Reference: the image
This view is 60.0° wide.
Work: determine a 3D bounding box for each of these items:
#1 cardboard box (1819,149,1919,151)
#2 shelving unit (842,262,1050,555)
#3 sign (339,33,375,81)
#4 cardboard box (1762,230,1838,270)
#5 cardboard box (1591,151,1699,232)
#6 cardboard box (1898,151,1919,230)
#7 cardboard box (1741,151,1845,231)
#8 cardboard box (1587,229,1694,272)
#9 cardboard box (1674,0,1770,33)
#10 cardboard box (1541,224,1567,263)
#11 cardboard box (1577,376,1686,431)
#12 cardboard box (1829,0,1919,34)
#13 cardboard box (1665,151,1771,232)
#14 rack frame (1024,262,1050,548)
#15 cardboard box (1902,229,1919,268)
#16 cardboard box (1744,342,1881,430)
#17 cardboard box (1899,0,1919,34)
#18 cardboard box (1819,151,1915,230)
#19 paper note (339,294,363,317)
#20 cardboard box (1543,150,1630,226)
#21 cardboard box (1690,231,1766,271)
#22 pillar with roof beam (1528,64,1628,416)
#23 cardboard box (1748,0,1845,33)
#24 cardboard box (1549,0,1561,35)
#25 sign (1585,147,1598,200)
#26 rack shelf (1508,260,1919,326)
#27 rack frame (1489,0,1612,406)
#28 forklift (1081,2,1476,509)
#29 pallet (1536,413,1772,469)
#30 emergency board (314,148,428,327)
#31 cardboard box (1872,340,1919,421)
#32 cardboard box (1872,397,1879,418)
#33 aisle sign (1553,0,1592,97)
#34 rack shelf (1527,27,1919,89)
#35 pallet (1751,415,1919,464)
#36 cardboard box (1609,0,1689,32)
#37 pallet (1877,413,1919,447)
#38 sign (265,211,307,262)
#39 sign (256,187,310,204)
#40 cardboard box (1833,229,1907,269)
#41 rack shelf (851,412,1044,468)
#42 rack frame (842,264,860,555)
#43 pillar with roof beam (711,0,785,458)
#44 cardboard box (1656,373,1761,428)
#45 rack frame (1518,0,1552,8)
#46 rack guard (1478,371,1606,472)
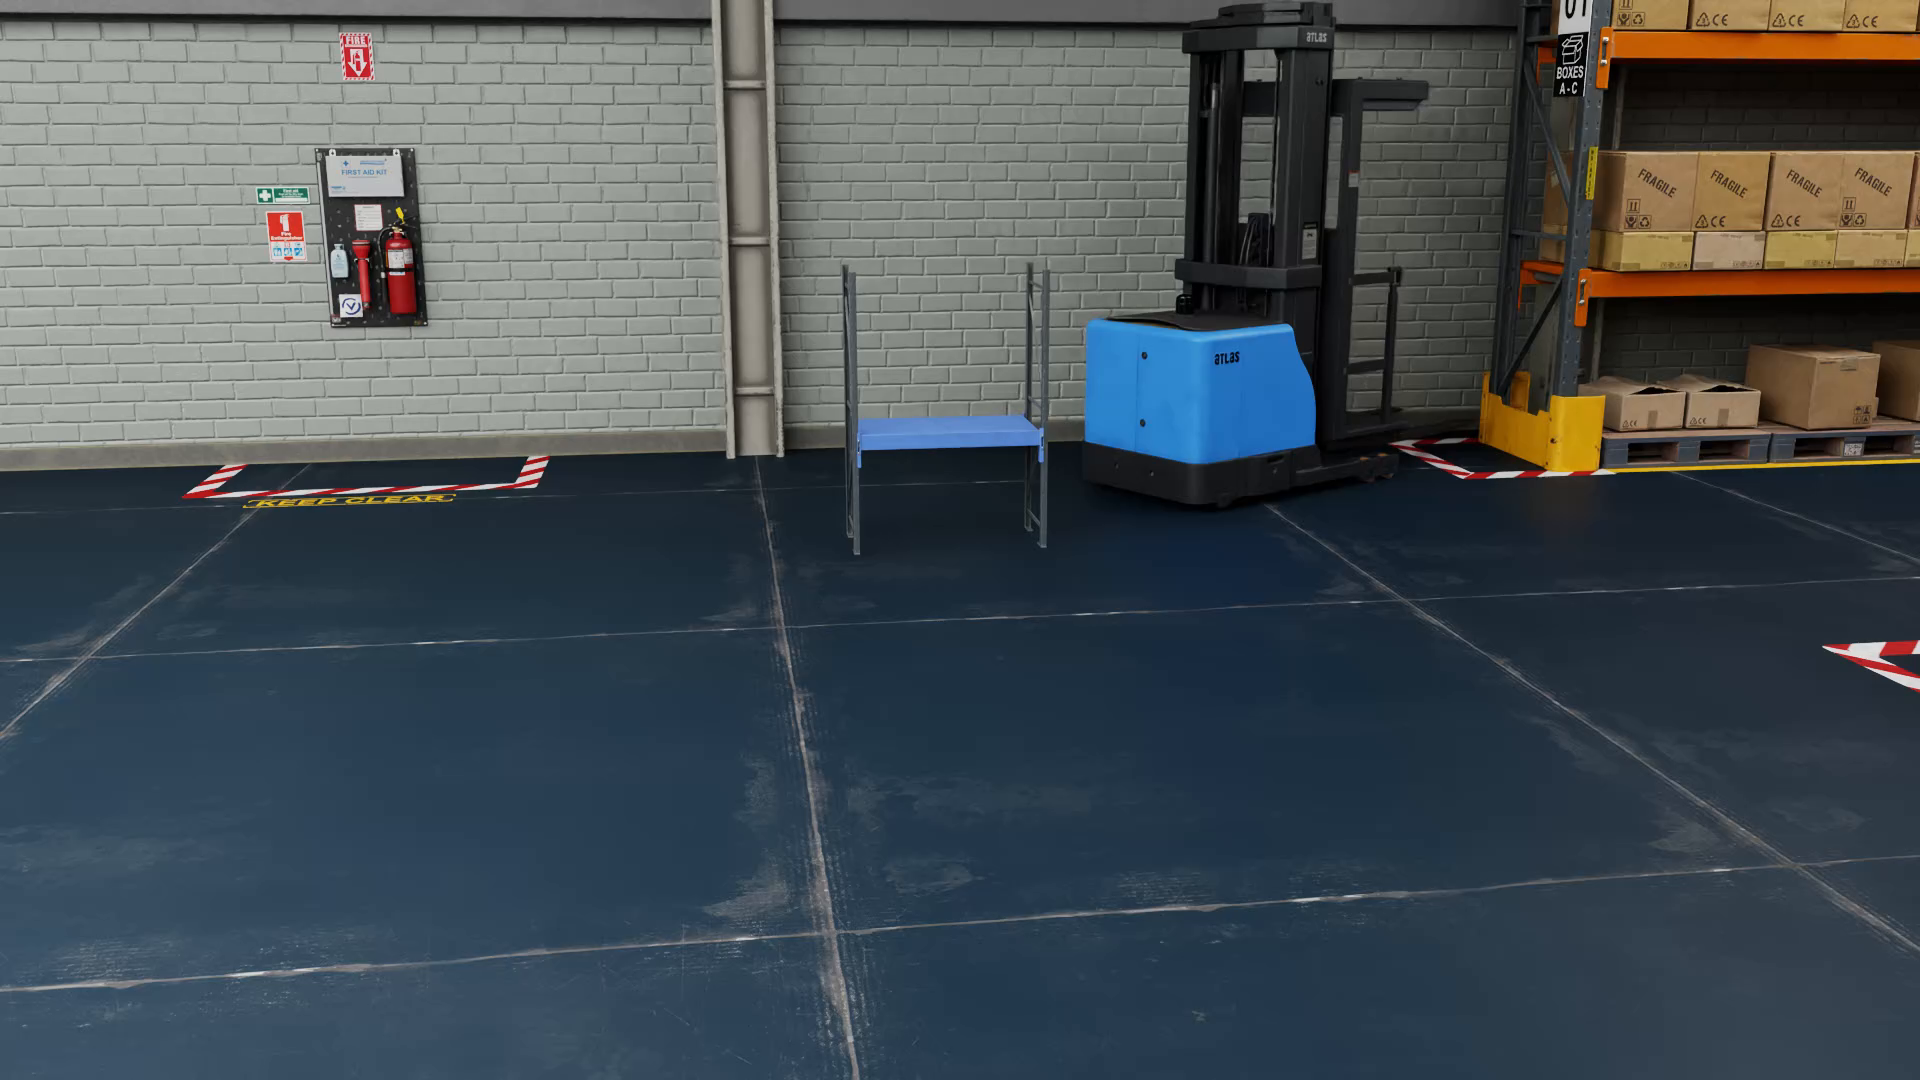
[{"bbox_3d":[6.391,-2.490,11.709,0.500,0.500,0.500,-2,14,-7],"label":"cardboard box"},{"bbox_3d":[-0.084,-0.724,9.027,1.048,1.500,0.538,-2,14,-8],"label":"shelving unit"},{"bbox_3d":[-3.905,-3.129,10.768,0.199,0.298,0.001,-2,14,-8],"label":"sign"},{"bbox_3d":[5.483,-1.963,11.151,0.500,0.250,0.500,-2,14,-9],"label":"cardboard box"},{"bbox_3d":[4.454,-2.291,10.918,0.500,0.500,0.500,-2,14,-8],"label":"cardboard box"},{"bbox_3d":[6.479,-2.365,11.210,0.500,0.500,0.500,-3,14,-10],"label":"cardboard box"},{"bbox_3d":[5.456,-2.324,11.048,0.500,0.500,0.500,-3,14,-10],"label":"cardboard box"},{"bbox_3d":[4.467,-1.924,10.994,0.500,0.250,0.500,-3,14,-10],"label":"cardboard box"},{"bbox_3d":[4.842,-3.522,10.685,0.500,0.500,0.500,-1,14,-5],"label":"cardboard box"},{"bbox_3d":[4.371,-2.046,11.482,0.500,0.250,0.500,-2,14,-7],"label":"cardboard box"},{"bbox_3d":[4.635,-0.958,11.499,0.500,0.311,0.500,-4,15,-15],"label":"cardboard box"},{"bbox_3d":[5.881,-3.566,10.861,0.500,0.500,0.500,-1,14,-5],"label":"cardboard box"},{"bbox_3d":[4.944,-2.307,10.979,0.500,0.500,0.500,-2,14,-8],"label":"cardboard box"},{"bbox_3d":[0.418,-0.743,9.101,0.032,1.500,0.500,-2,14,-8],"label":"rack frame"},{"bbox_3d":[6.480,-1.999,11.295,0.500,0.250,0.500,-2,14,-9],"label":"cardboard box"},{"bbox_3d":[5.931,-1.085,11.617,0.500,0.500,0.700,-3,14,-12],"label":"cardboard box"},{"bbox_3d":[6.386,-3.581,10.923,0.500,0.500,0.500,-3,14,-11],"label":"cardboard box"},{"bbox_3d":[5.965,-2.346,11.134,0.500,0.500,0.500,-2,14,-7],"label":"cardboard box"},{"bbox_3d":[-4.067,-1.564,11.103,0.142,0.148,0.016,-2,14,-8],"label":"paper note"},{"bbox_3d":[4.372,-2.415,11.409,0.500,0.500,0.500,-2,14,-9],"label":"cardboard box"},{"bbox_3d":[4.978,-1.946,11.083,0.500,0.250,0.500,-3,14,-10],"label":"cardboard box"},{"bbox_3d":[5.142,-4.153,7.284,0.400,9.000,9.100,-2,14,-8],"label":"pillar with roof beam"},{"bbox_3d":[5.354,-3.541,10.763,0.500,0.500,0.500,-1,14,-6],"label":"cardboard box"},{"bbox_3d":[4.312,-3.635,11.136,0.500,0.500,0.500,-1,14,-4],"label":"cardboard box"},{"bbox_3d":[4.018,-2.335,10.587,0.005,0.325,0.100,-2,14,-8],"label":"sign"},{"bbox_3d":[5.915,-1.769,11.589,4.000,0.370,1.077,-2,14,-8],"label":"rack shelf"},{"bbox_3d":[3.937,-2.046,11.212,0.127,3.000,1.000,-2,14,-8],"label":"rack frame"},{"bbox_3d":[2.230,-1.878,10.685,3.031,2.935,1.130,-11,18,-38],"label":"forklift"},{"bbox_3d":[4.821,-0.717,11.646,1.213,0.211,1.003,-2,14,-8],"label":"pallet"},{"bbox_3d":[-3.882,-1.981,10.956,0.643,1.169,0.194,-2,14,-8],"label":"emergency board"},{"bbox_3d":[6.872,-1.144,11.852,0.500,0.500,0.500,-3,14,-13],"label":"cardboard box"},{"bbox_3d":[6.308,-0.968,11.872,0.250,0.149,0.380,-3,14,-13],"label":"cardboard box"},{"bbox_3d":[3.911,-3.232,10.598,0.004,0.787,0.394,-2,14,-8],"label":"aisle sign"},{"bbox_3d":[5.915,-3.224,11.224,4.000,0.370,1.077,-2,14,-8],"label":"rack shelf"},{"bbox_3d":[6.025,-0.760,11.819,1.213,0.211,1.003,-2,14,-8],"label":"pallet"},{"bbox_3d":[4.305,-3.511,10.641,0.500,0.500,0.500,-2,14,-7],"label":"cardboard box"},{"bbox_3d":[7.234,-0.805,11.998,1.213,0.211,1.003,-2,14,-8],"label":"pallet"},{"bbox_3d":[-4.444,-2.003,10.970,0.234,0.329,0.001,-2,14,-8],"label":"sign"},{"bbox_3d":[-4.438,-2.258,10.898,0.331,0.109,0.001,-2,14,-8],"label":"sign"},{"bbox_3d":[5.983,-1.981,11.222,0.500,0.250,0.500,-2,14,-8],"label":"cardboard box"},{"bbox_3d":[-0.084,-0.550,9.071,1.000,0.185,0.538,-2,14,-8],"label":"rack shelf"},{"bbox_3d":[-0.587,-0.706,8.954,0.032,1.500,0.500,-2,14,-8],"label":"rack frame"},{"bbox_3d":[-0.791,-3.936,6.417,0.400,9.000,9.100,-2,14,-8],"label":"pillar with roof beam"},{"bbox_3d":[5.199,-0.979,11.582,0.500,0.311,0.500,-1,14,-4],"label":"cardboard box"},{"bbox_3d":[3.937,-4.956,10.482,0.127,3.000,1.000,-2,14,-8],"label":"rack frame"},{"bbox_3d":[4.012,-0.836,11.527,0.348,0.500,1.175,-2,14,-8],"label":"rack guard"}]
